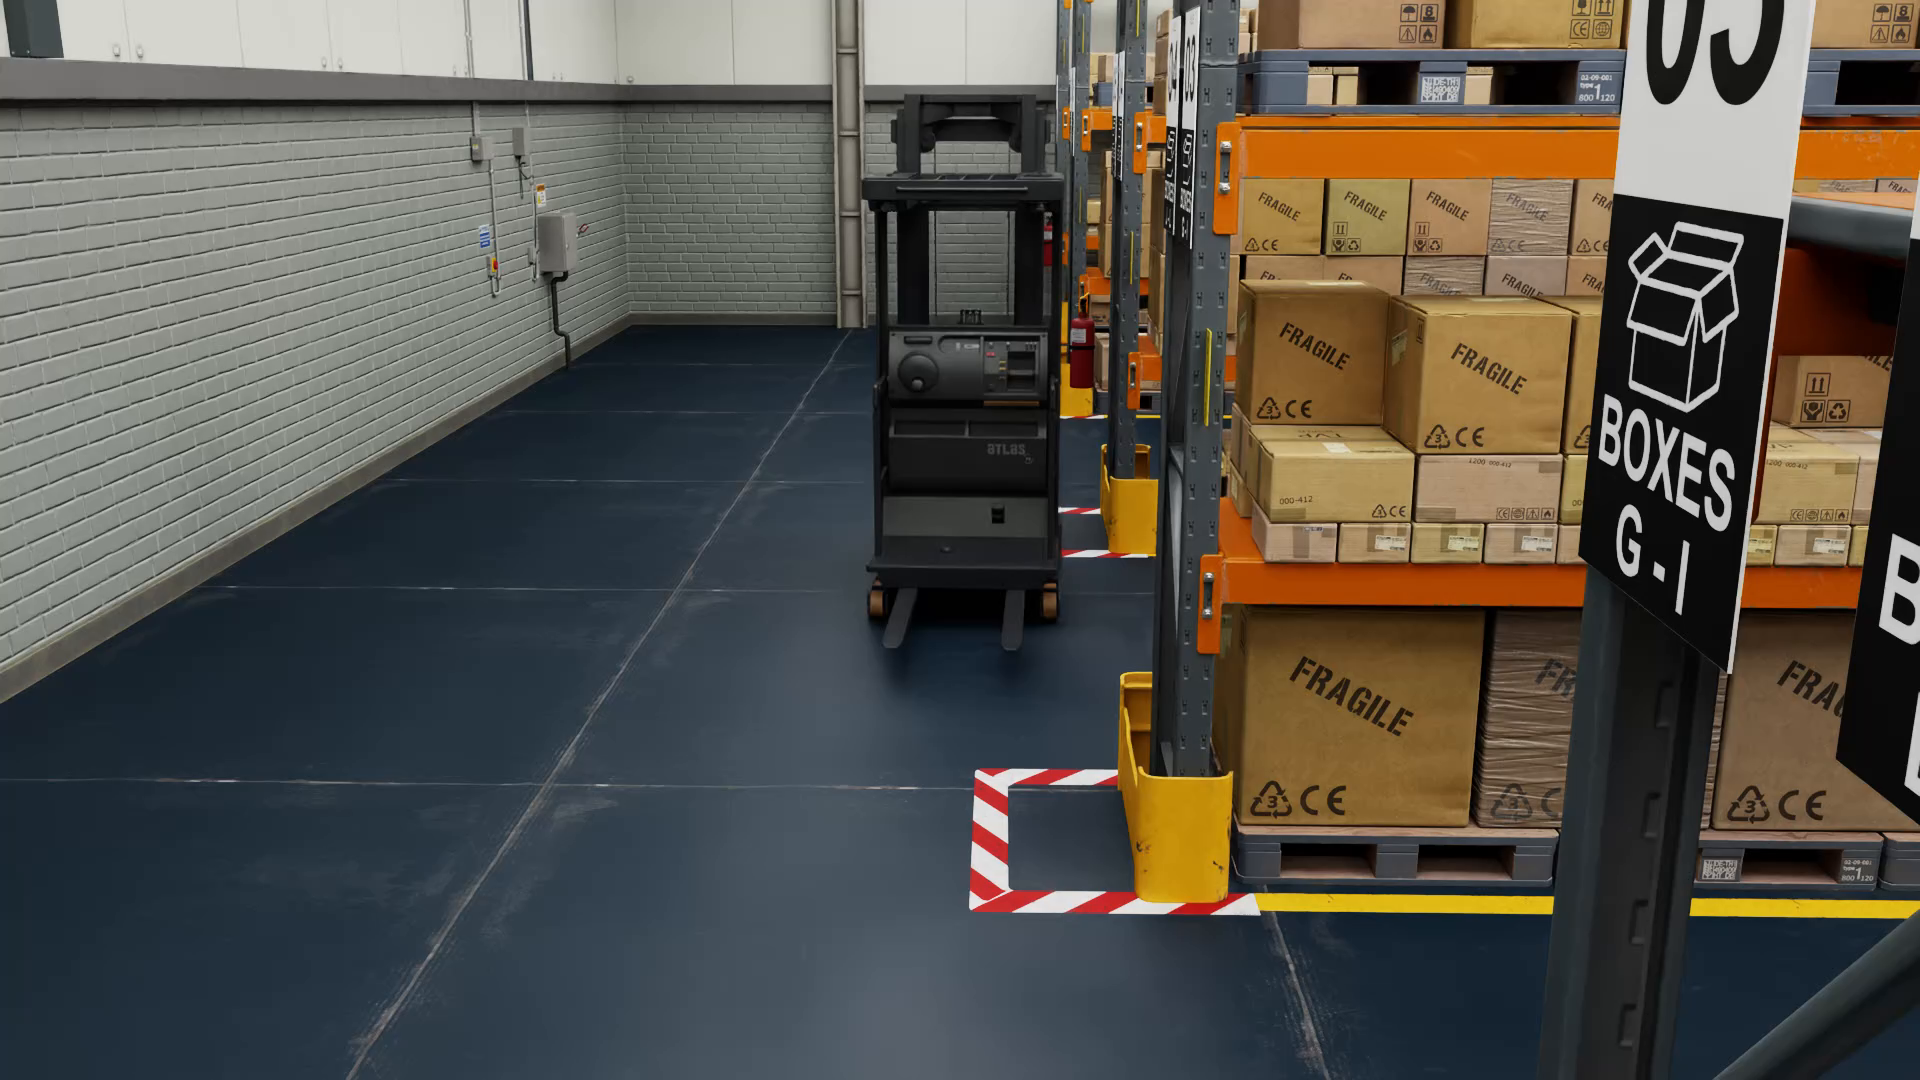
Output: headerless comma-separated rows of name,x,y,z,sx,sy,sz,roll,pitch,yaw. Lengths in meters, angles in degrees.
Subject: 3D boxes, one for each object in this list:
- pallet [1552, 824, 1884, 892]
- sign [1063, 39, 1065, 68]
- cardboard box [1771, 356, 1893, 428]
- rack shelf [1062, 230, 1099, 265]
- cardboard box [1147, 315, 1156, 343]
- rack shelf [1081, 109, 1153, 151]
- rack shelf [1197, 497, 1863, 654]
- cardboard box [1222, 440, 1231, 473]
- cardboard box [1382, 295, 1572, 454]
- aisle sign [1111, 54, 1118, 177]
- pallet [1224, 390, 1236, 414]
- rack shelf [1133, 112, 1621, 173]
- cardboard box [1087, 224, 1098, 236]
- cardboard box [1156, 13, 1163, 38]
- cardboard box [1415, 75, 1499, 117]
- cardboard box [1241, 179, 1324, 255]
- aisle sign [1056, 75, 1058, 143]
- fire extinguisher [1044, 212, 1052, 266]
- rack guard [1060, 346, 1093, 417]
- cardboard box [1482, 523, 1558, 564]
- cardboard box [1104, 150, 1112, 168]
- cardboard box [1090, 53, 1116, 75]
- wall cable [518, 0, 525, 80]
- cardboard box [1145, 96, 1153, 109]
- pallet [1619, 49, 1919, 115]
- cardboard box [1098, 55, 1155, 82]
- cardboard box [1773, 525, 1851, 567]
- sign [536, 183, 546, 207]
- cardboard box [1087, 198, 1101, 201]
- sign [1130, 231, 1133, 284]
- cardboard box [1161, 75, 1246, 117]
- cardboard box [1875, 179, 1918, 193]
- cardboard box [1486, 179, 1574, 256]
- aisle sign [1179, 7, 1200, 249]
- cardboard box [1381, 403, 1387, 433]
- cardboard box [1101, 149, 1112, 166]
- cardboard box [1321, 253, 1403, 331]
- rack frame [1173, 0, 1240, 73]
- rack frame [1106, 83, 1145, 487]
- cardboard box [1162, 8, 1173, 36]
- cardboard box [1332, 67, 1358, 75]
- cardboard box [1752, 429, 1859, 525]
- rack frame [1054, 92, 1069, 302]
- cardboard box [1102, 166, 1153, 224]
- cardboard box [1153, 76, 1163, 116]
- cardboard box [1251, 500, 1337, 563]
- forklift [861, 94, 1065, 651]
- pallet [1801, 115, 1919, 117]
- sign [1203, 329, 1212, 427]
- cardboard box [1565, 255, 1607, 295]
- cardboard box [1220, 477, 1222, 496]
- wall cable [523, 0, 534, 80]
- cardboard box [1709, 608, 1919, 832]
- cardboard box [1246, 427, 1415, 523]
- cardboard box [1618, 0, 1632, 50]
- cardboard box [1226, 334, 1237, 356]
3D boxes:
pallet,2.890,1.098,6.765,1.213,0.211,1.003,0,15,1
sign,1.235,-5.772,19.744,0.005,0.325,0.100,0,15,1
cardboard box,3.387,-0.728,6.460,0.500,0.500,0.500,0,15,0
rack shelf,3.248,-3.677,20.805,4.000,0.370,1.077,0,15,1
cardboard box,1.433,-1.457,11.475,0.250,0.149,0.380,0,15,1
rack shelf,3.125,-3.861,15.625,4.000,0.370,1.077,0,15,1
rack shelf,2.872,0.117,6.428,4.000,0.370,1.077,0,15,1
cardboard box,1.894,-0.560,11.180,0.250,0.149,0.380,1,15,2
cardboard box,1.845,-0.603,5.986,0.500,0.500,0.500,0,15,0
aisle sign,1.035,-2.842,11.138,0.004,0.787,0.394,0,15,1
pallet,3.143,-1.429,16.344,1.213,0.211,1.003,0,15,1
rack shelf,3.100,-2.598,10.837,4.000,0.370,1.077,0,15,1
cardboard box,1.570,-3.844,20.522,0.250,0.149,0.380,0,15,1
cardboard box,1.440,-3.394,10.975,0.250,0.149,0.380,0,15,1
cardboard box,3.100,-2.808,10.515,0.500,0.250,0.500,0,15,1
cardboard box,2.047,-2.112,10.725,0.500,0.500,0.500,1,15,3
aisle sign,1.173,-5.220,20.149,0.004,0.787,0.394,0,15,1
fire extinguisher,1.090,-3.703,20.377,0.183,0.674,0.296,0,15,1
rack guard,1.102,-1.563,16.284,0.348,0.500,1.175,0,15,1
cardboard box,1.992,-0.032,6.074,0.250,0.149,0.380,0,15,1
cardboard box,1.473,-3.544,15.465,0.250,0.149,0.380,1,15,3
cardboard box,1.686,-5.734,20.044,0.500,0.250,0.500,0,15,1
wall cable,-4.546,-5.829,15.795,0.029,3.000,2.355,0,15,1
cardboard box,2.327,-5.276,20.070,0.250,0.149,0.380,1,15,3
pallet,2.837,-1.642,5.979,1.213,0.211,1.003,0,15,1
cardboard box,1.578,-4.421,15.611,0.500,0.250,0.500,-1,15,-4
cardboard box,3.019,-0.025,6.049,0.250,0.149,0.380,1,15,2
sign,-4.521,-3.724,17.955,0.001,0.242,0.339,0,15,1
cardboard box,1.715,-4.173,20.989,0.500,0.250,0.500,1,15,3
sign,1.086,-1.789,10.543,0.005,0.325,0.100,0,15,1
cardboard box,1.542,-2.818,10.556,0.500,0.250,0.500,1,15,3
cardboard box,8.599,-3.188,15.387,0.500,0.500,0.500,0,15,0
cardboard box,3.594,-2.101,10.685,0.500,0.500,0.500,1,15,3
aisle sign,0.793,-1.425,5.766,0.004,0.787,0.394,0,15,1
cardboard box,1.871,-0.377,6.598,0.500,0.250,0.500,0,15,0
cardboard box,1.489,-3.666,15.927,0.250,0.149,0.380,1,15,2
cardboard box,2.567,-1.624,10.836,0.500,0.500,0.500,1,15,2
rack frame,0.872,-3.145,5.621,0.127,3.000,1.000,0,15,1
rack frame,1.100,-1.509,11.178,0.127,3.000,1.000,0,15,1
cardboard box,1.418,-3.261,10.471,0.250,0.149,0.380,0,15,1
cardboard box,2.559,-3.049,10.452,0.500,0.250,0.500,1,15,2
cardboard box,2.889,-0.236,6.064,0.500,0.250,0.500,0,15,0
rack frame,1.249,-4.037,20.763,0.127,3.000,1.000,0,15,1
cardboard box,1.598,-3.228,15.537,0.500,0.500,0.500,0,15,0
cardboard box,1.562,-2.951,11.059,0.500,0.250,0.500,0,15,0
cardboard box,1.219,-0.036,6.090,0.250,0.149,0.380,1,15,2
forklift,0.038,-1.038,9.529,1.130,2.935,3.031,1,15,3
pallet,5.713,-2.811,10.602,1.003,0.211,1.213,0,15,1
sign,0.852,-0.560,5.729,0.005,0.325,0.100,0,15,1
cardboard box,4.089,-1.609,10.781,0.500,0.500,0.500,0,15,0
cardboard box,1.617,-0.408,11.189,0.250,0.149,0.380,1,15,4
wall cable,-4.437,-6.558,18.482,0.133,3.039,2.988,0,15,1
cardboard box,3.314,0.576,6.620,0.875,0.875,0.875,0,15,1
cardboard box,1.345,-0.244,6.094,0.500,0.250,0.500,0,15,0
cardboard box,2.471,-1.979,5.867,0.500,0.500,0.700,-1,15,-2
cardboard box,1.671,-1.310,10.919,0.250,0.149,0.380,1,15,3
